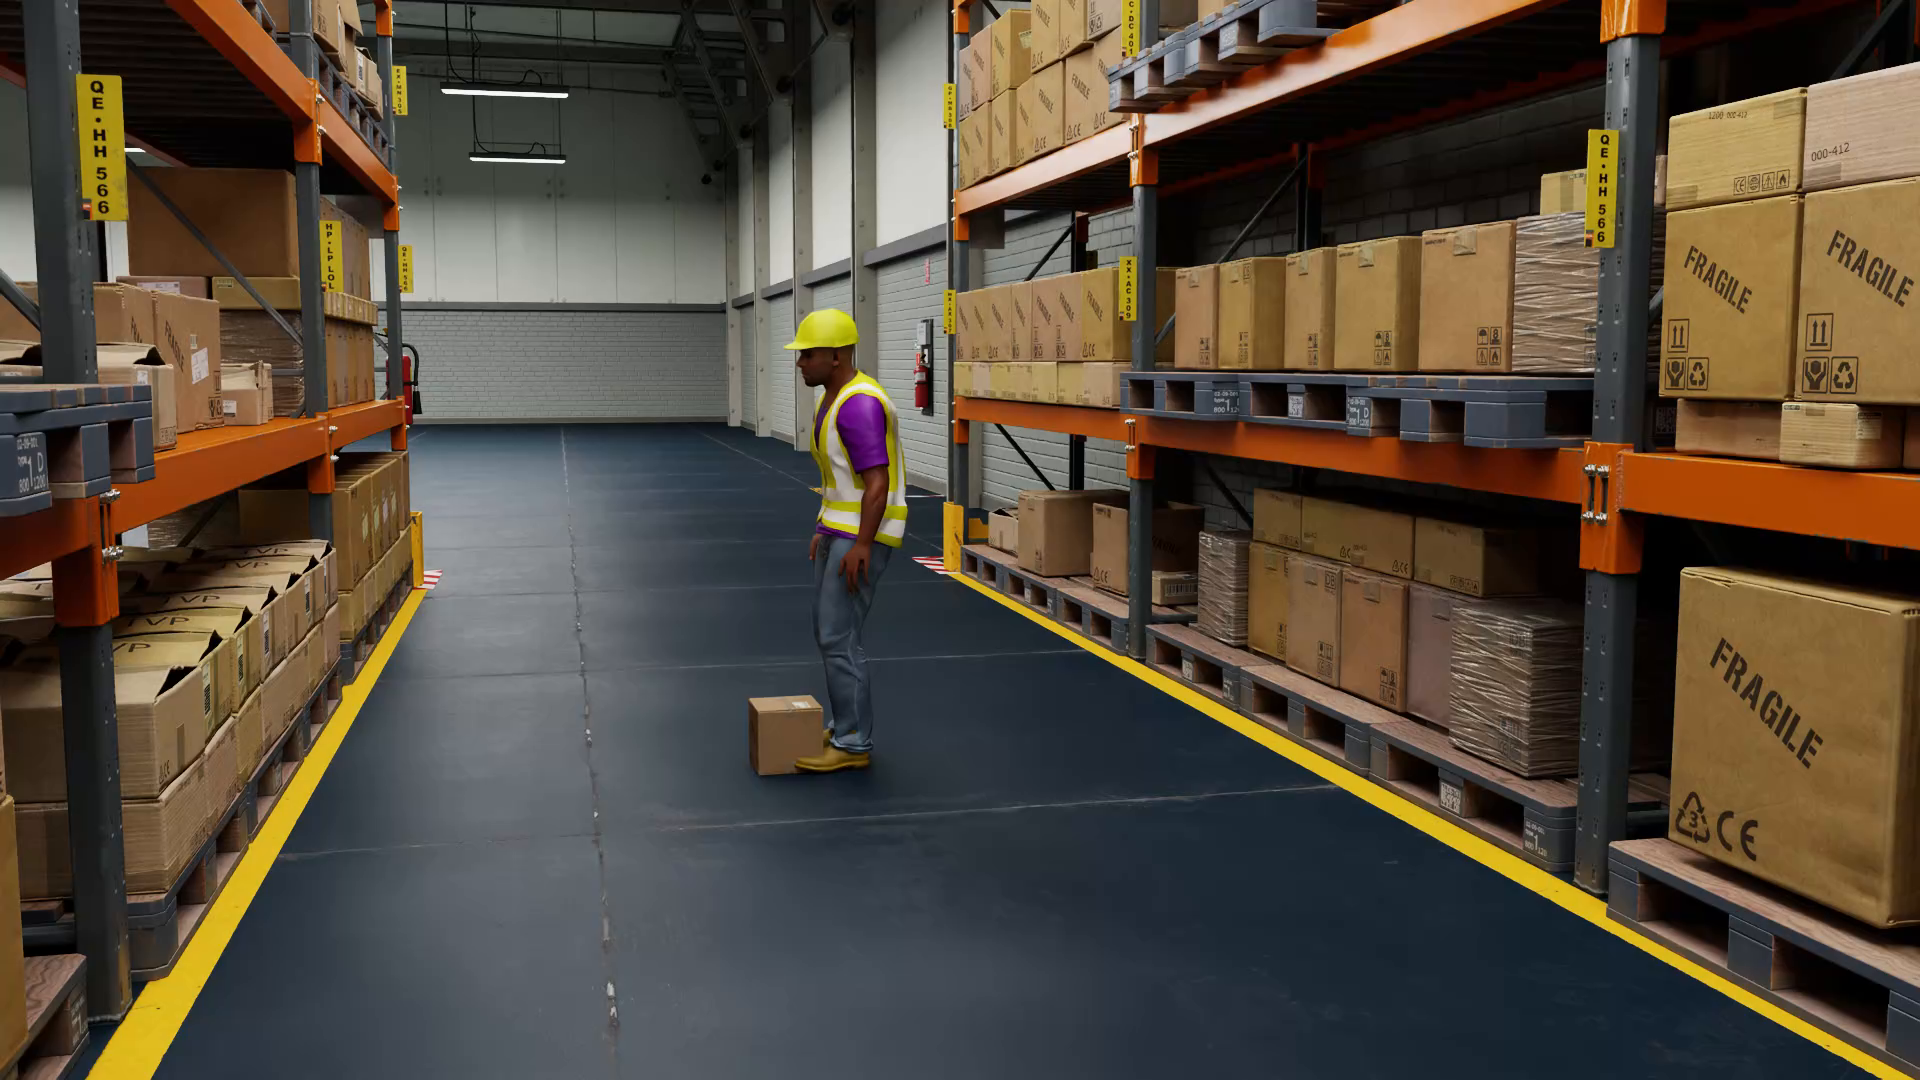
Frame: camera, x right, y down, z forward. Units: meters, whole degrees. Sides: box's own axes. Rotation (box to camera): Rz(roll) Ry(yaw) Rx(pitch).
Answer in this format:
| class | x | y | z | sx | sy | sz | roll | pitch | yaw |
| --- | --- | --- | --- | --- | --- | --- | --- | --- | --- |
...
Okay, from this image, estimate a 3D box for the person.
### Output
| class | x | y | z | sx | sy | sz | roll | pitch | yaw |
| --- | --- | --- | --- | --- | --- | --- | --- | --- | --- |
| person | -0.448 | -0.001 | 6.404 | 0.460 | 1.755 | 0.629 | -2 | 6 | -17 |
